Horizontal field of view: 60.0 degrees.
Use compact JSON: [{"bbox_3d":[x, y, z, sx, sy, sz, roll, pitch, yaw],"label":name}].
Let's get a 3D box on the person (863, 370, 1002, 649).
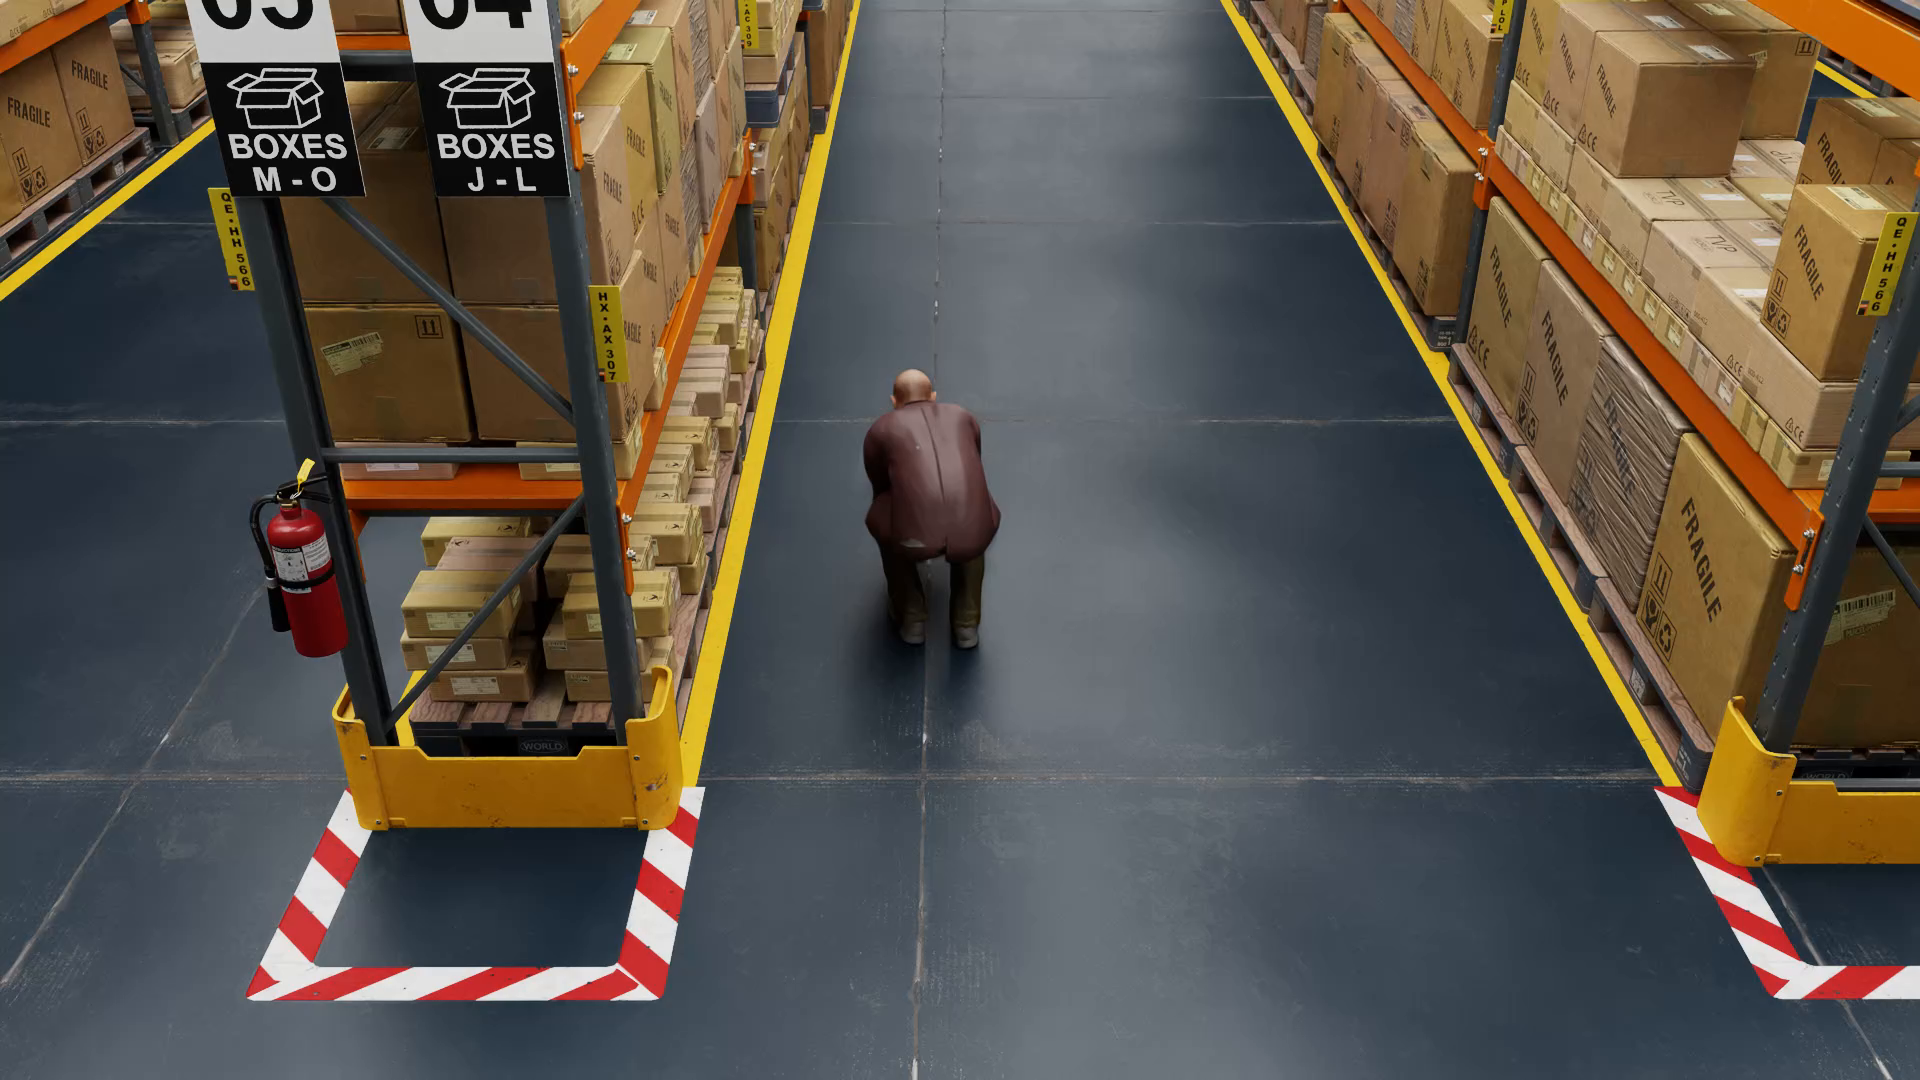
[{"bbox_3d":[-0.124,-0.110,7.113,0.581,0.970,0.954,-4,31,-6],"label":"person"}]
